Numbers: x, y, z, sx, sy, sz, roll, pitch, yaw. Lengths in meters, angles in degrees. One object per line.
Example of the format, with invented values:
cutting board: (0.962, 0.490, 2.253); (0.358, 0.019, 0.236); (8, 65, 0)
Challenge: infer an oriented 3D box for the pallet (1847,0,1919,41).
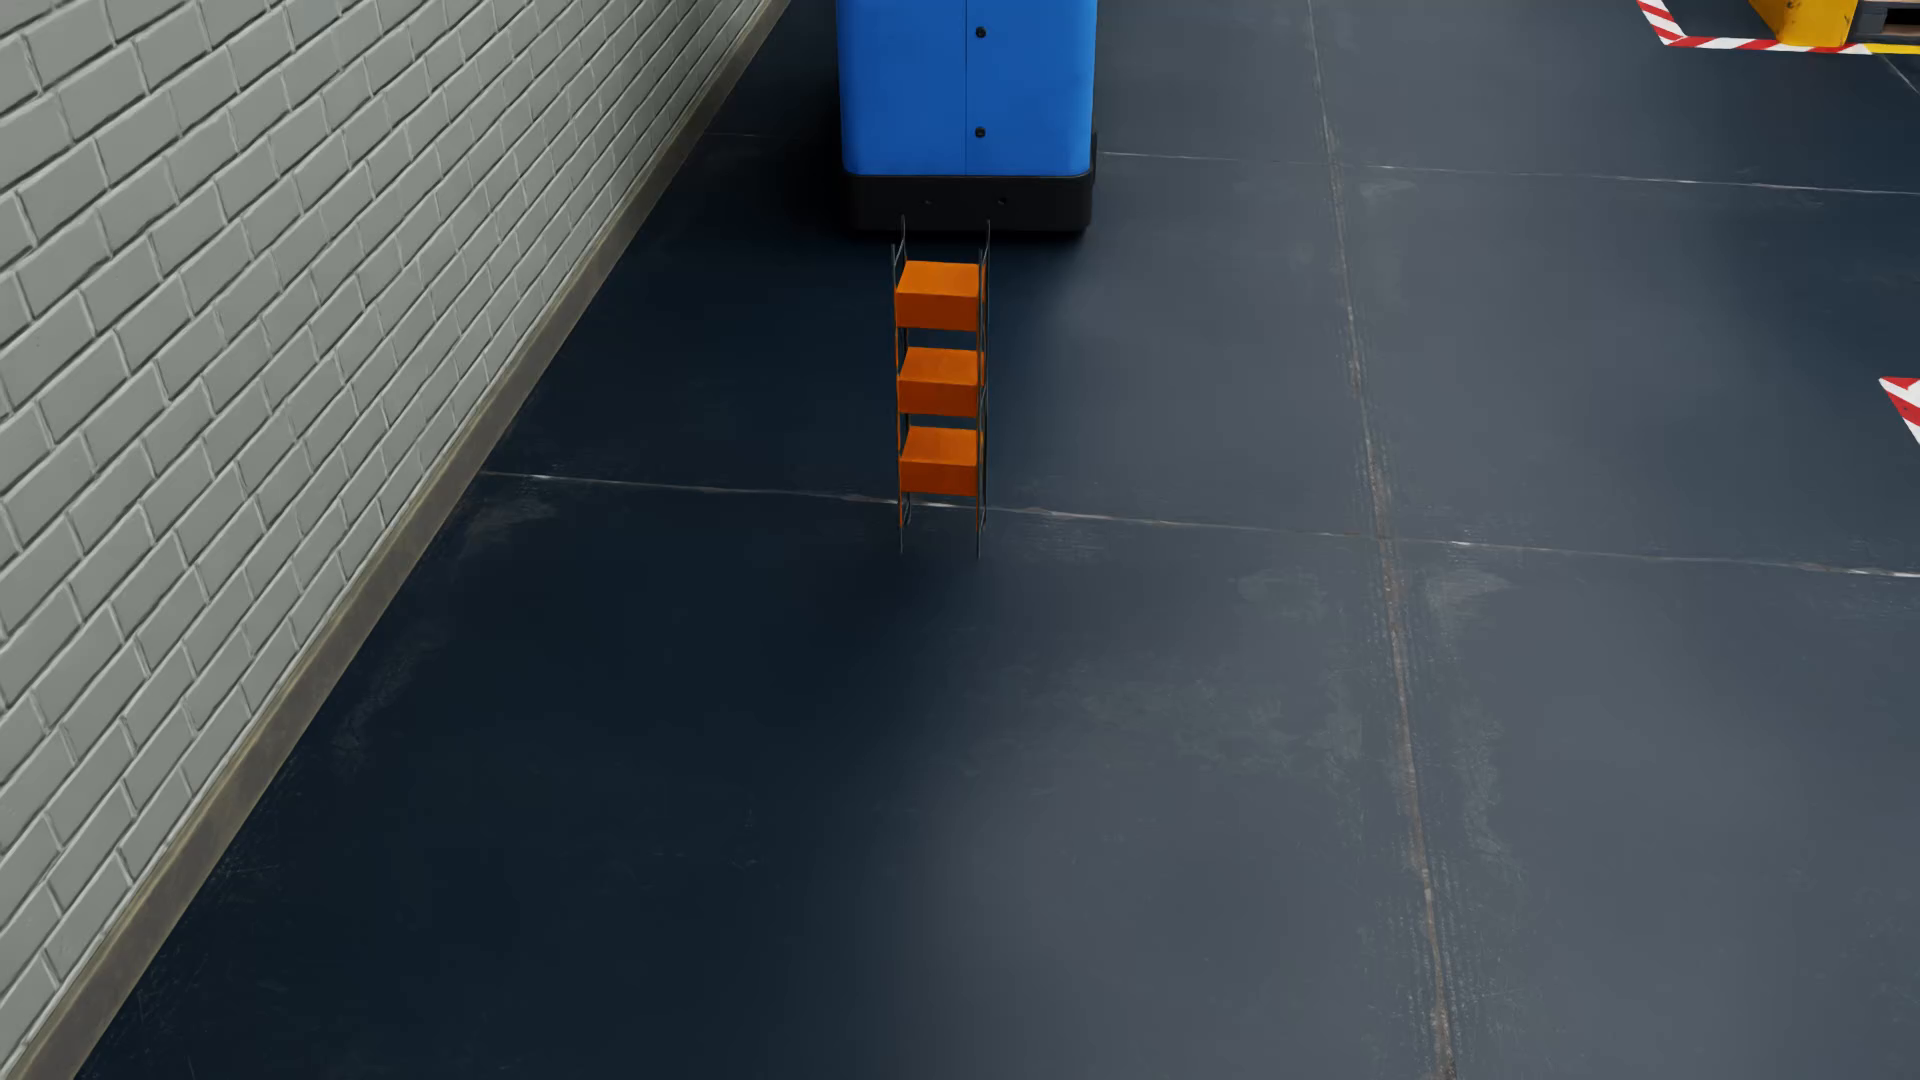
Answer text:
pallet: (5.518, -3.072, 9.373); (1.213, 0.211, 1.003); (4, 36, 6)

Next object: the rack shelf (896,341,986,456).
rack shelf: (-0.053, -0.423, 4.957); (0.240, 0.259, 0.215); (4, 36, 6)

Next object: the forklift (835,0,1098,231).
forklift: (0.042, -3.302, 7.353); (1.130, 2.935, 3.031); (0, 36, 1)

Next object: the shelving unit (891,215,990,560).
shelving unit: (-0.053, -0.431, 4.951); (0.252, 1.050, 0.215); (4, 36, 6)

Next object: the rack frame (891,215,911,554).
rack frame: (-0.174, -0.440, 4.963); (0.008, 1.050, 0.200); (4, 36, 6)

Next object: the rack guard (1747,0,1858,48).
rack guard: (4.691, -3.206, 9.312); (0.348, 0.500, 1.175); (4, 36, 6)

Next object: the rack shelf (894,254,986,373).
rack shelf: (-0.053, -0.654, 4.792); (0.240, 0.259, 0.215); (4, 36, 6)

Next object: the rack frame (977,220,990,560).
rack frame: (0.068, -0.422, 4.938); (0.008, 1.050, 0.200); (4, 36, 6)

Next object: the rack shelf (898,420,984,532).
rack shelf: (-0.053, -0.196, 5.118); (0.240, 0.259, 0.215); (4, 36, 6)
